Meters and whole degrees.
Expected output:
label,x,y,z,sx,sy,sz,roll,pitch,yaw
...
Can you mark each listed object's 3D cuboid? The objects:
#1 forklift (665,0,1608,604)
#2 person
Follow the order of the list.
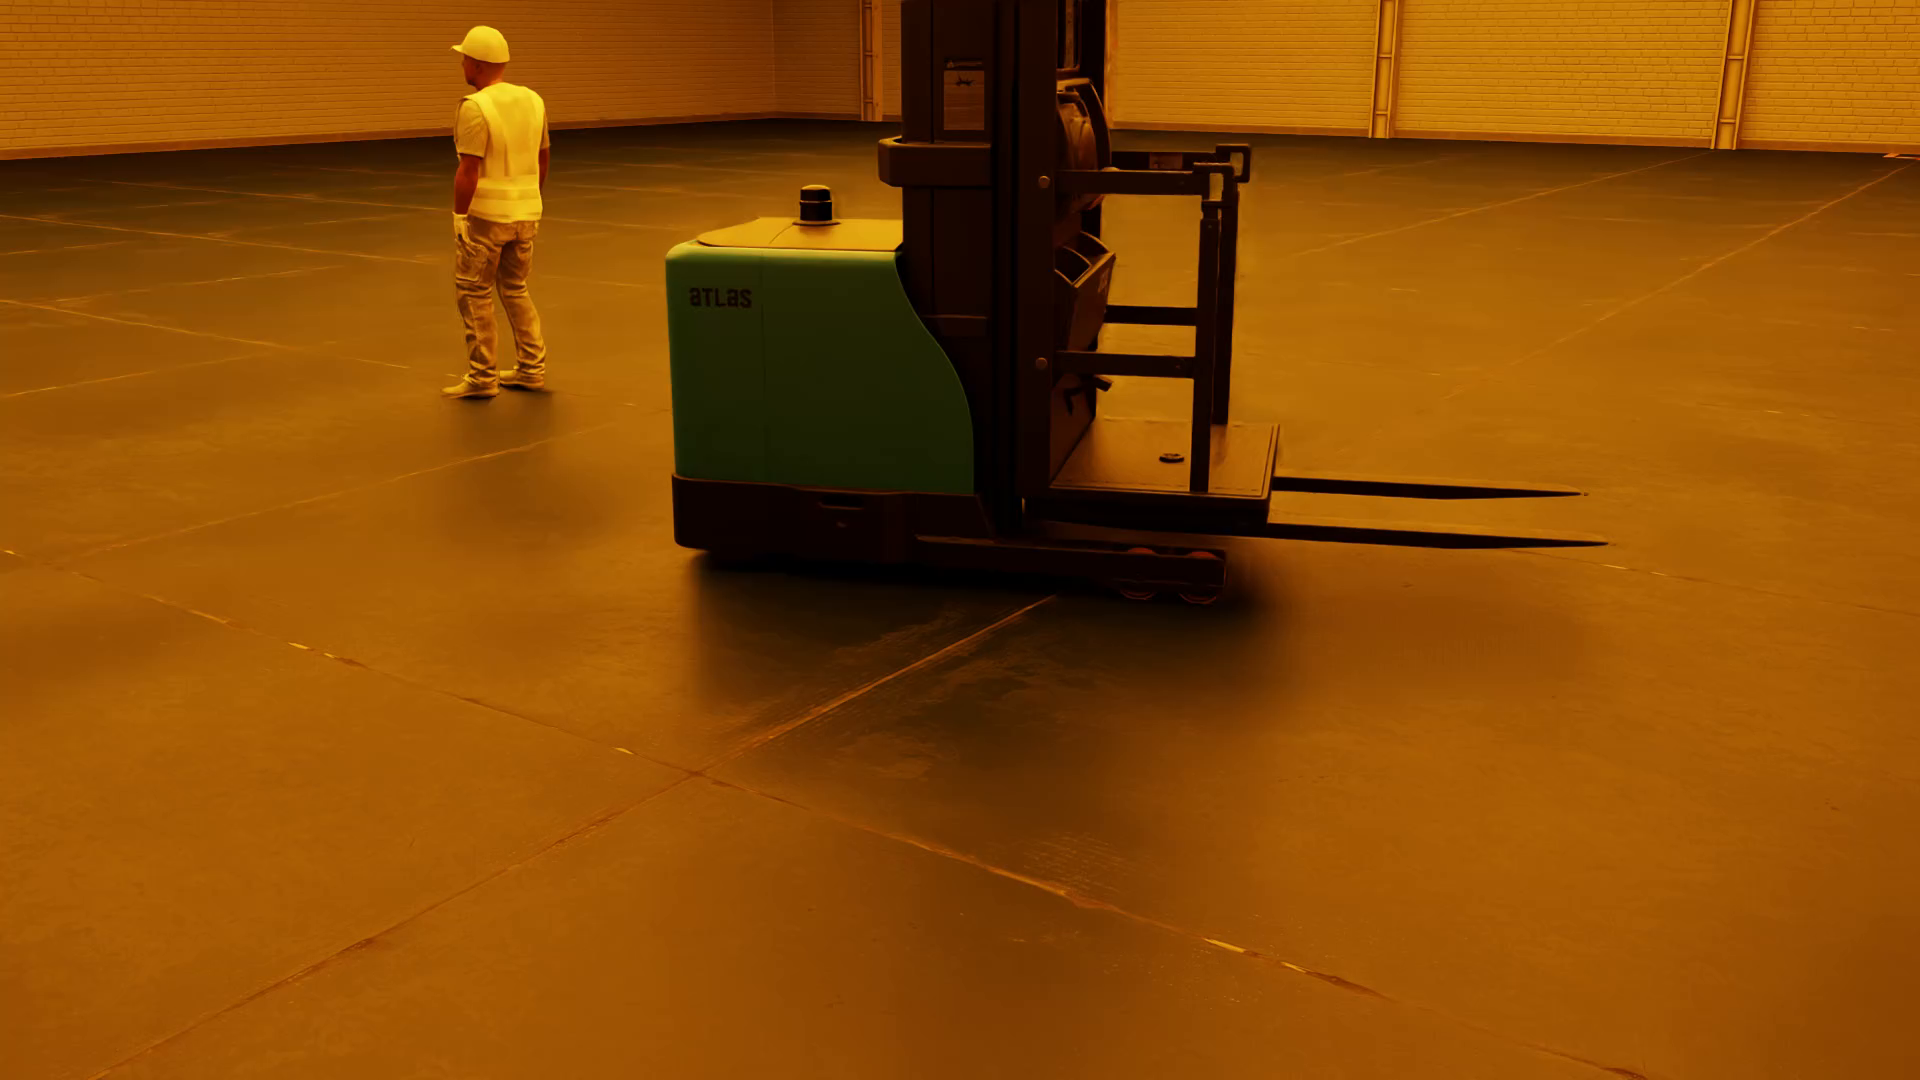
label,x,y,z,sx,sy,sz,roll,pitch,yaw
forklift,0.595,-1.367,5.404,3.031,2.935,1.130,4,17,12
person,-2.318,-1.597,8.212,0.502,1.801,0.649,8,18,25
